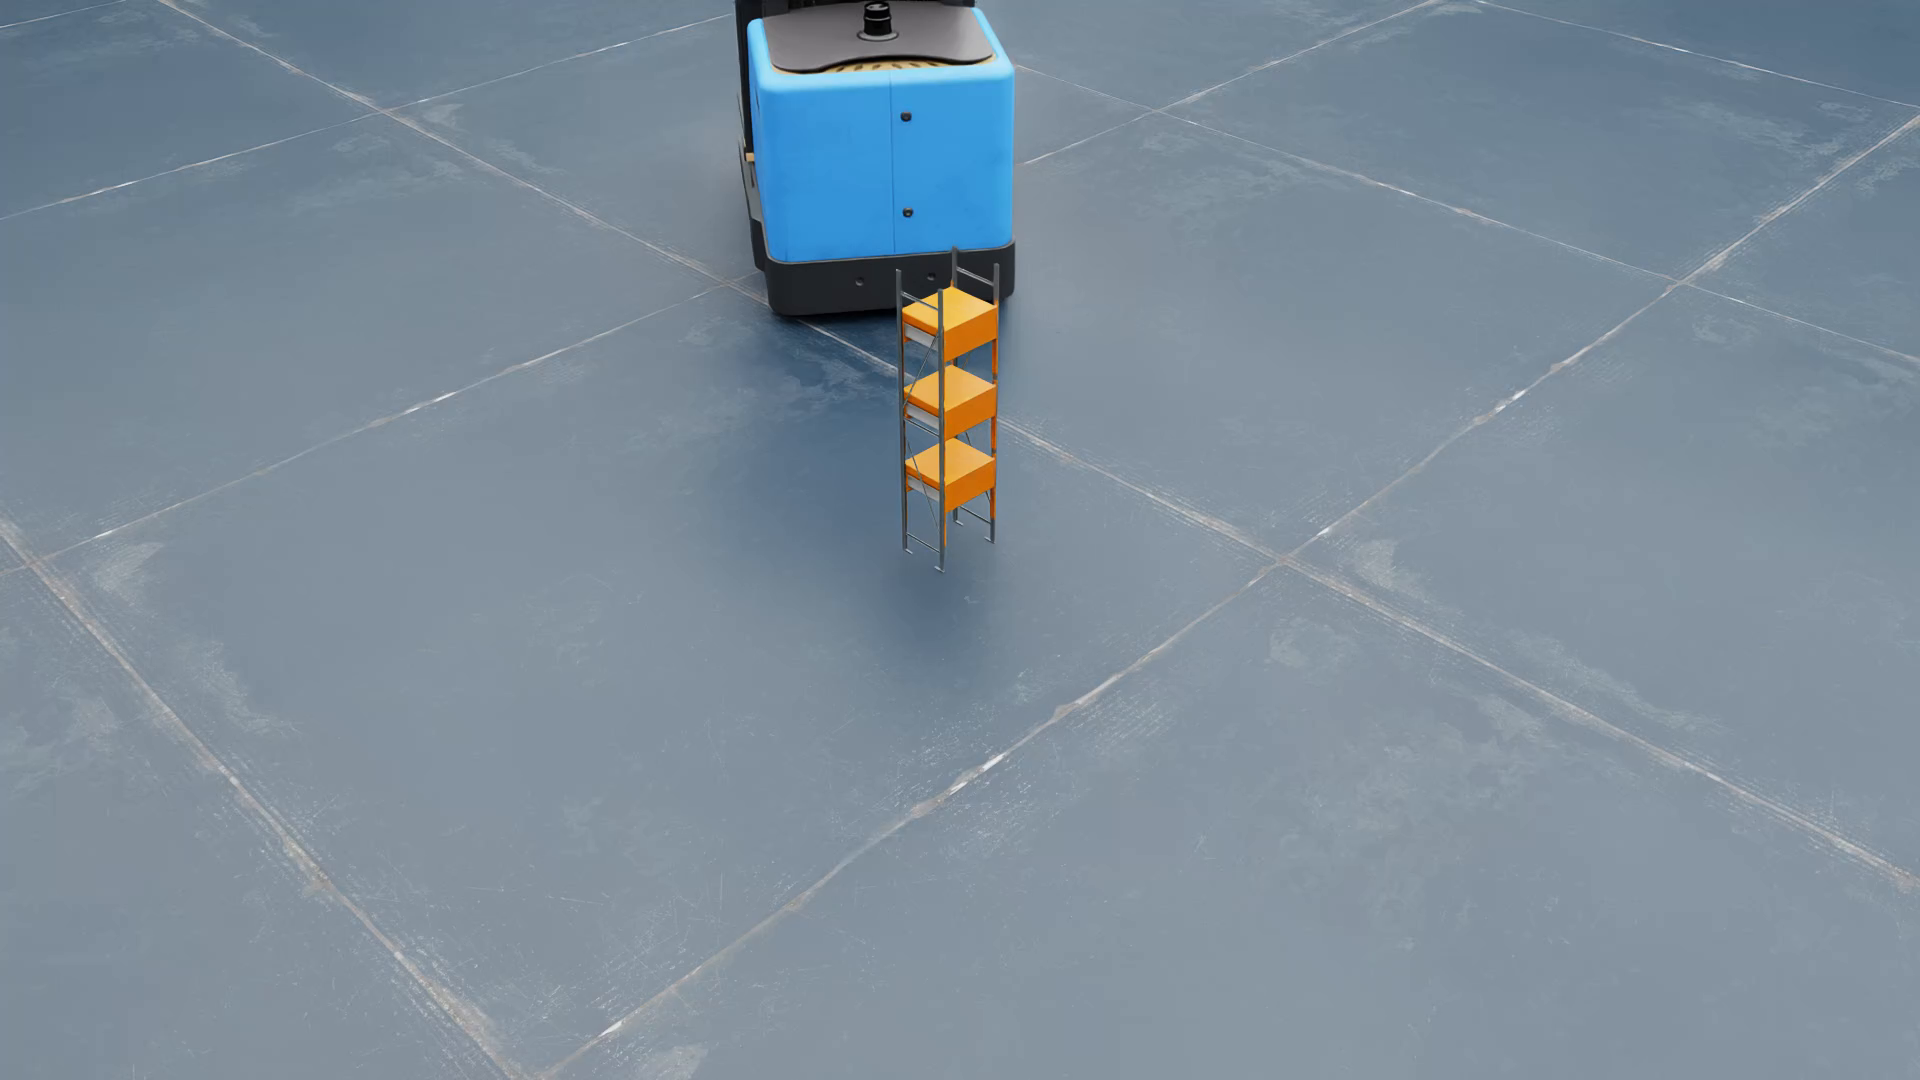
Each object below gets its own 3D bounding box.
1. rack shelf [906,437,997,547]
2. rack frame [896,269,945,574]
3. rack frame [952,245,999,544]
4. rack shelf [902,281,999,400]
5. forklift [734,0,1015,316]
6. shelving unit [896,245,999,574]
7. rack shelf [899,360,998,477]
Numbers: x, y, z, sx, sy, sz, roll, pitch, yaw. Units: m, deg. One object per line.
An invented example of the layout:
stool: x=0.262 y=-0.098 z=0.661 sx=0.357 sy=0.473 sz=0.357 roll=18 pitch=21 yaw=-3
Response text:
rack shelf: x=-0.038 y=-0.172 z=5.584 sx=0.215 sy=0.259 sz=0.240 roll=30 pitch=45 yaw=35
rack frame: x=-0.124 y=-0.359 z=5.348 sx=0.200 sy=1.050 sz=0.008 roll=30 pitch=45 yaw=35
rack frame: x=0.048 y=-0.458 z=5.490 sx=0.200 sy=1.050 sz=0.008 roll=30 pitch=45 yaw=35
rack shelf: x=-0.038 y=-0.633 z=5.262 sx=0.215 sy=0.259 sz=0.240 roll=30 pitch=45 yaw=35
forklift: x=-0.516 y=-2.978 z=7.458 sx=1.130 sy=2.935 sz=3.031 roll=-5 pitch=35 yaw=-8
shelving unit: x=-0.038 y=-0.409 z=5.419 sx=0.215 sy=1.050 sz=0.252 roll=30 pitch=45 yaw=35
rack shelf: x=-0.038 y=-0.400 z=5.425 sx=0.215 sy=0.259 sz=0.240 roll=30 pitch=45 yaw=35
